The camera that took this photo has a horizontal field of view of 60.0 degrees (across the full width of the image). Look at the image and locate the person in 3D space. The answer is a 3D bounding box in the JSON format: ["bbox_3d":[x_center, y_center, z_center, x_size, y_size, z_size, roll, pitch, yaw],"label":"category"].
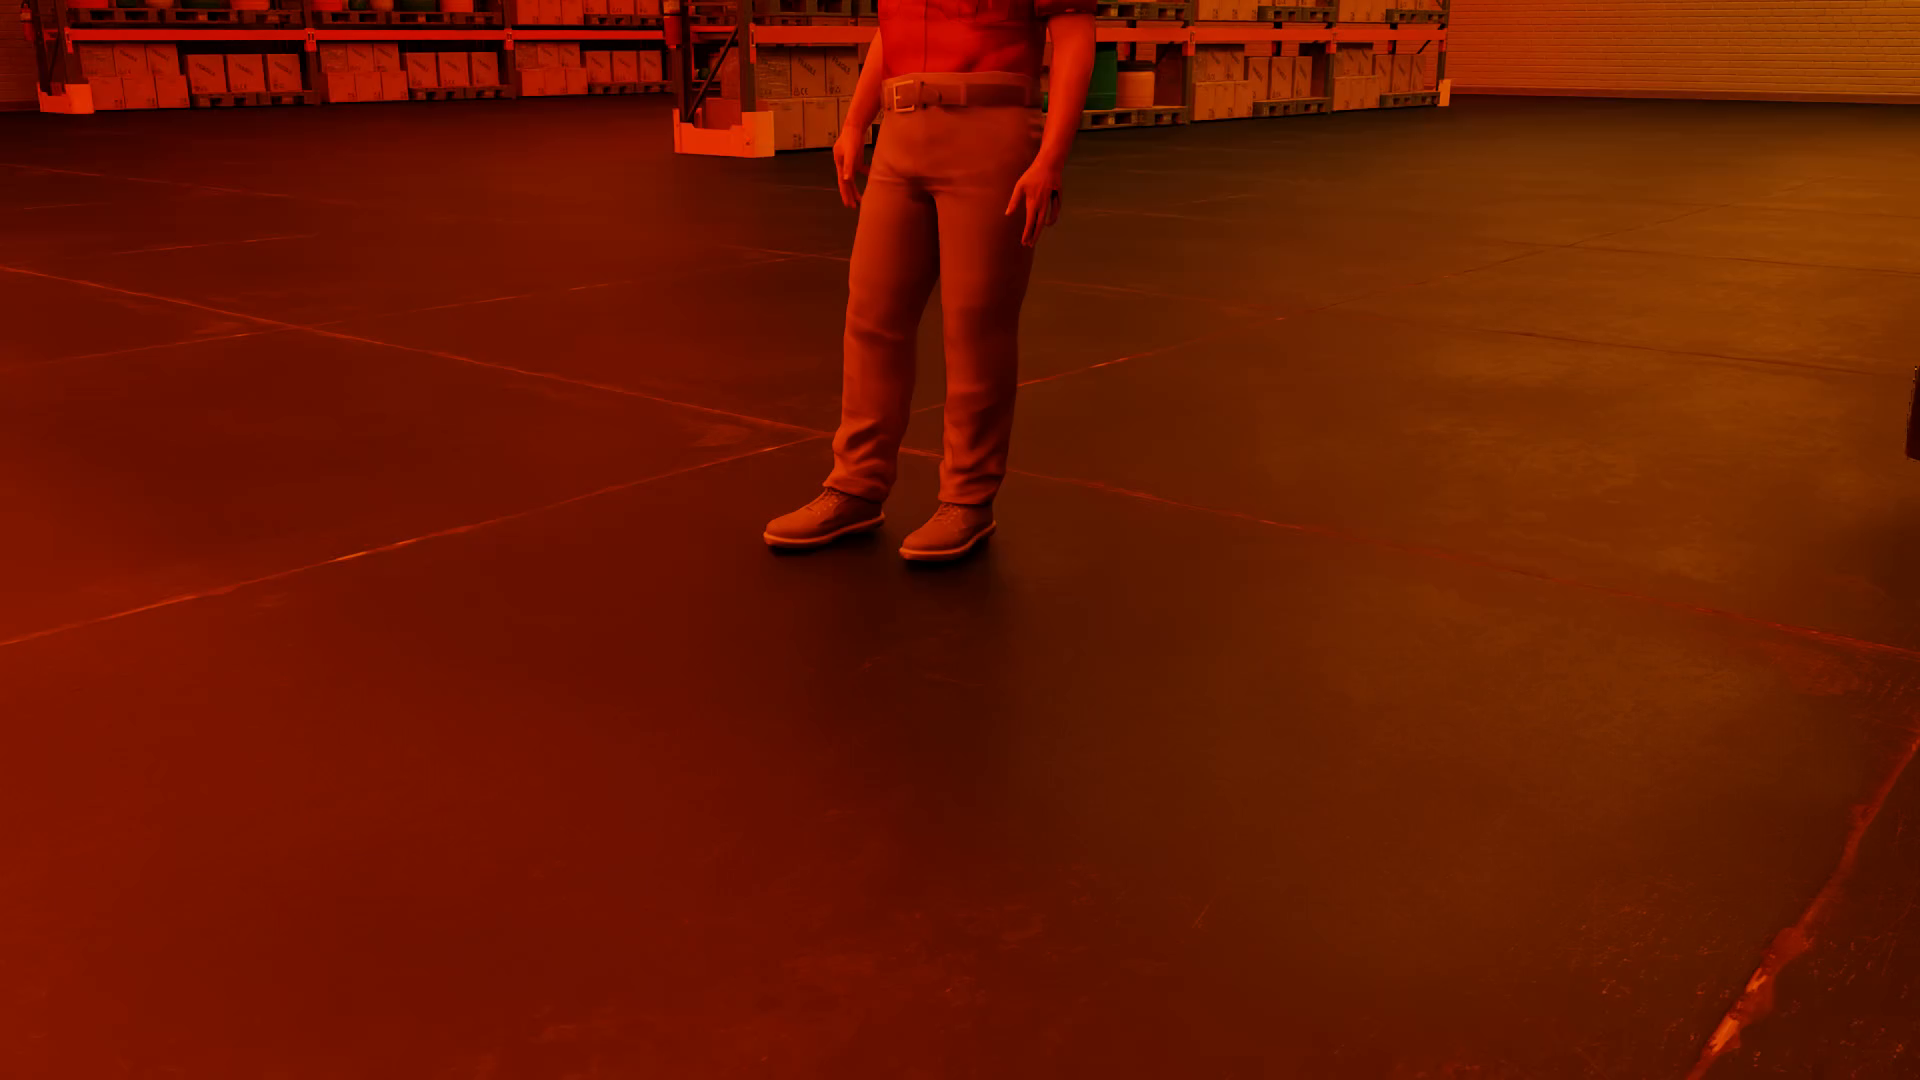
[{"bbox_3d":[-0.066,-0.816,3.630,0.640,1.727,0.551,13,21,37],"label":"person"}]

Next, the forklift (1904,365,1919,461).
[{"bbox_3d":[4.044,-1.439,3.635,3.031,2.935,1.130,0,17,-1],"label":"forklift"}]
